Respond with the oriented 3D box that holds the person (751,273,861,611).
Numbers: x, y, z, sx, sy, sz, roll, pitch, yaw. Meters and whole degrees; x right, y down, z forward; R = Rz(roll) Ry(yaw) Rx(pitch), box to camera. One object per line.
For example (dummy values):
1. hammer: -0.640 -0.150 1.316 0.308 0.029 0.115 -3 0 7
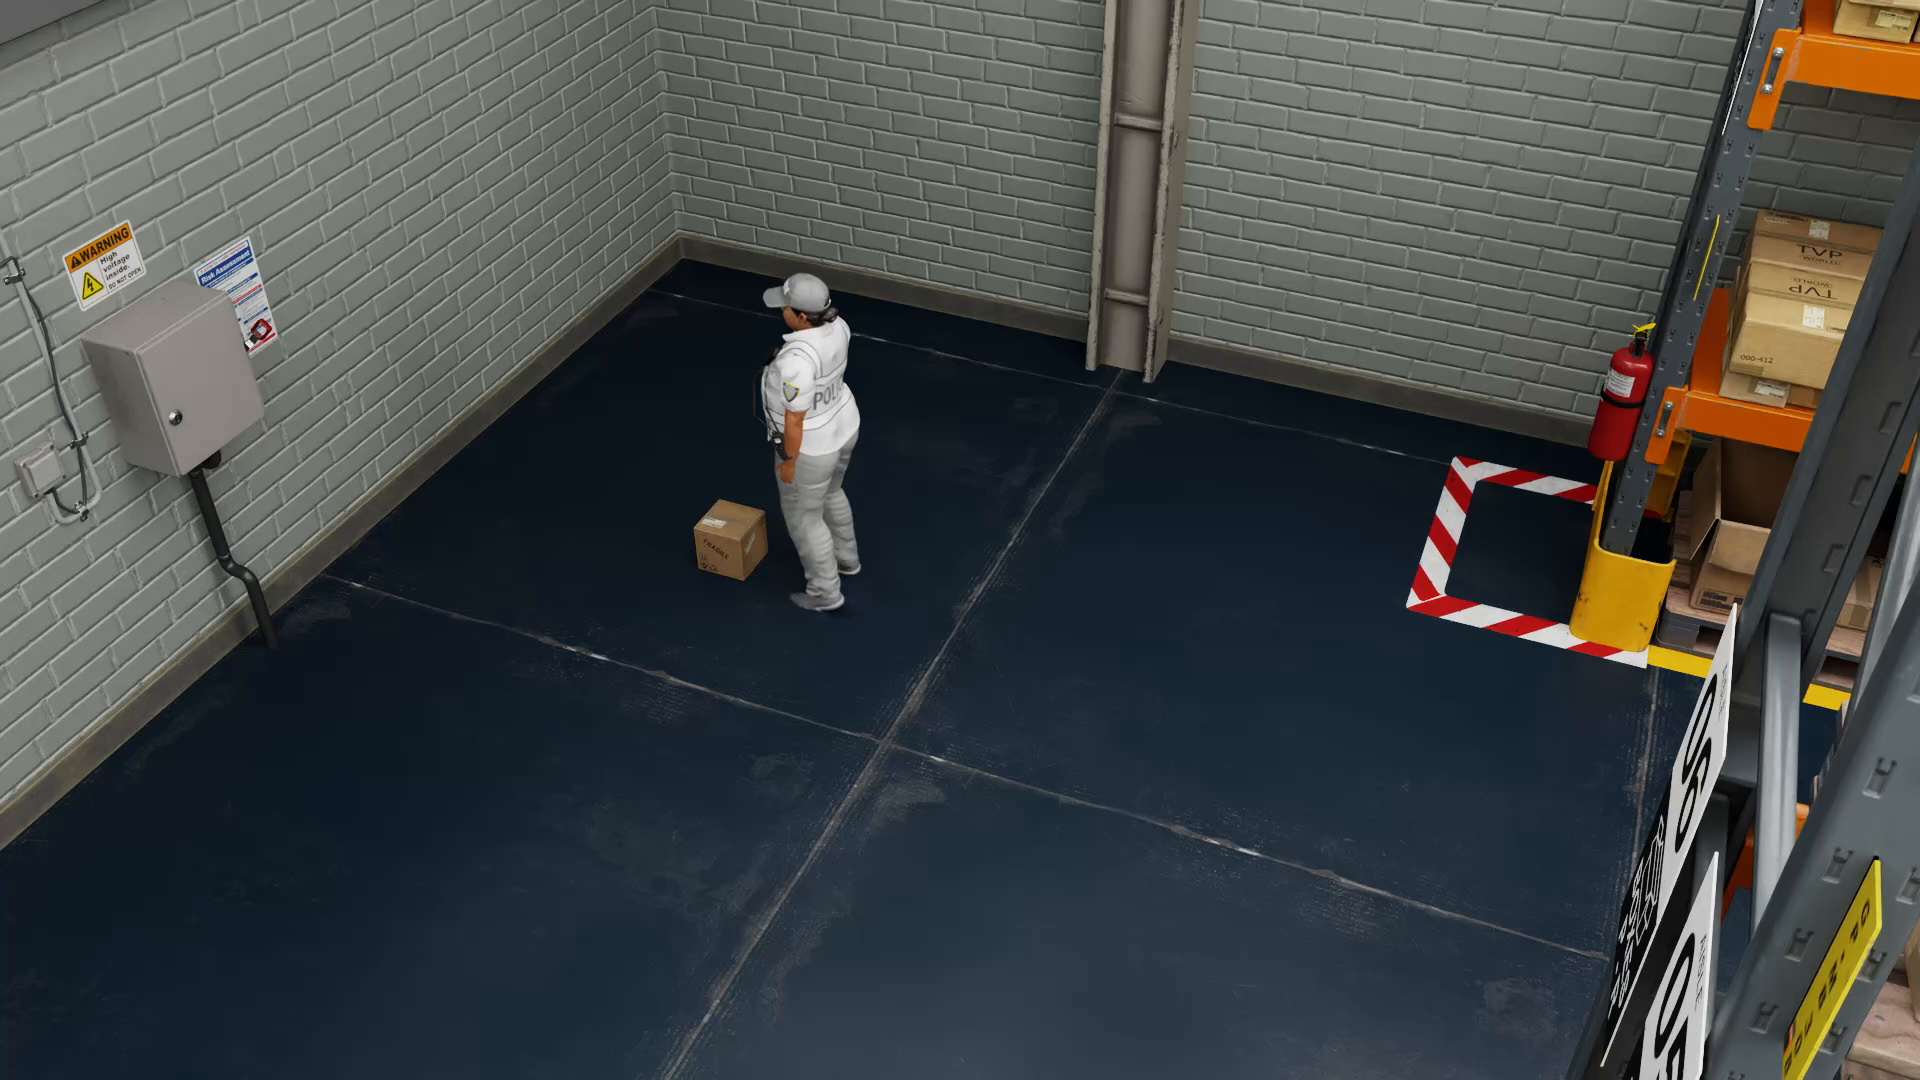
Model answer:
1. person: -0.665 -0.426 7.404 0.389 1.696 0.466 15 40 19
